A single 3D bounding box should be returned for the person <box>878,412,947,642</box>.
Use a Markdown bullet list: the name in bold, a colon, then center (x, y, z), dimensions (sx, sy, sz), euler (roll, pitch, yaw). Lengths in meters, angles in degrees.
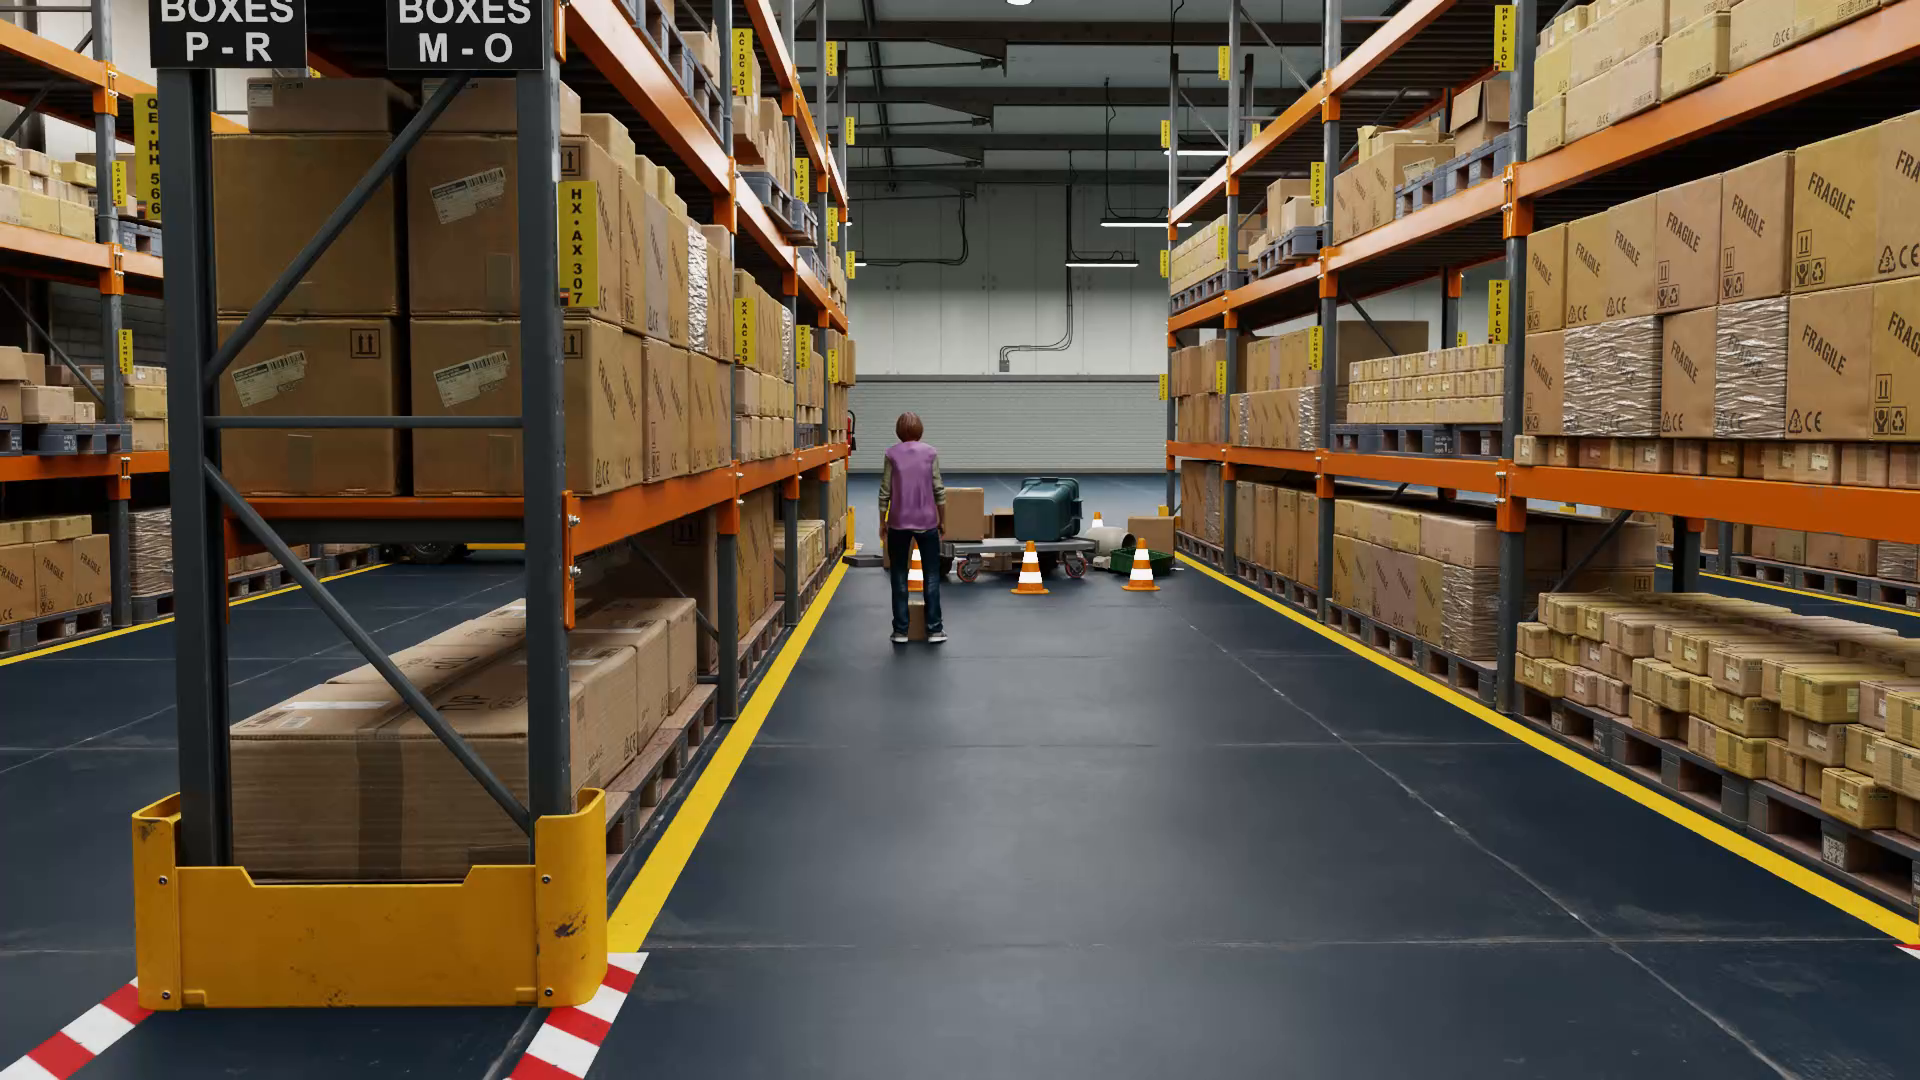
- **person**: center (-0.325, -0.086, 11.482), dimensions (0.479, 1.593, 0.345), euler (0, 4, -3)
